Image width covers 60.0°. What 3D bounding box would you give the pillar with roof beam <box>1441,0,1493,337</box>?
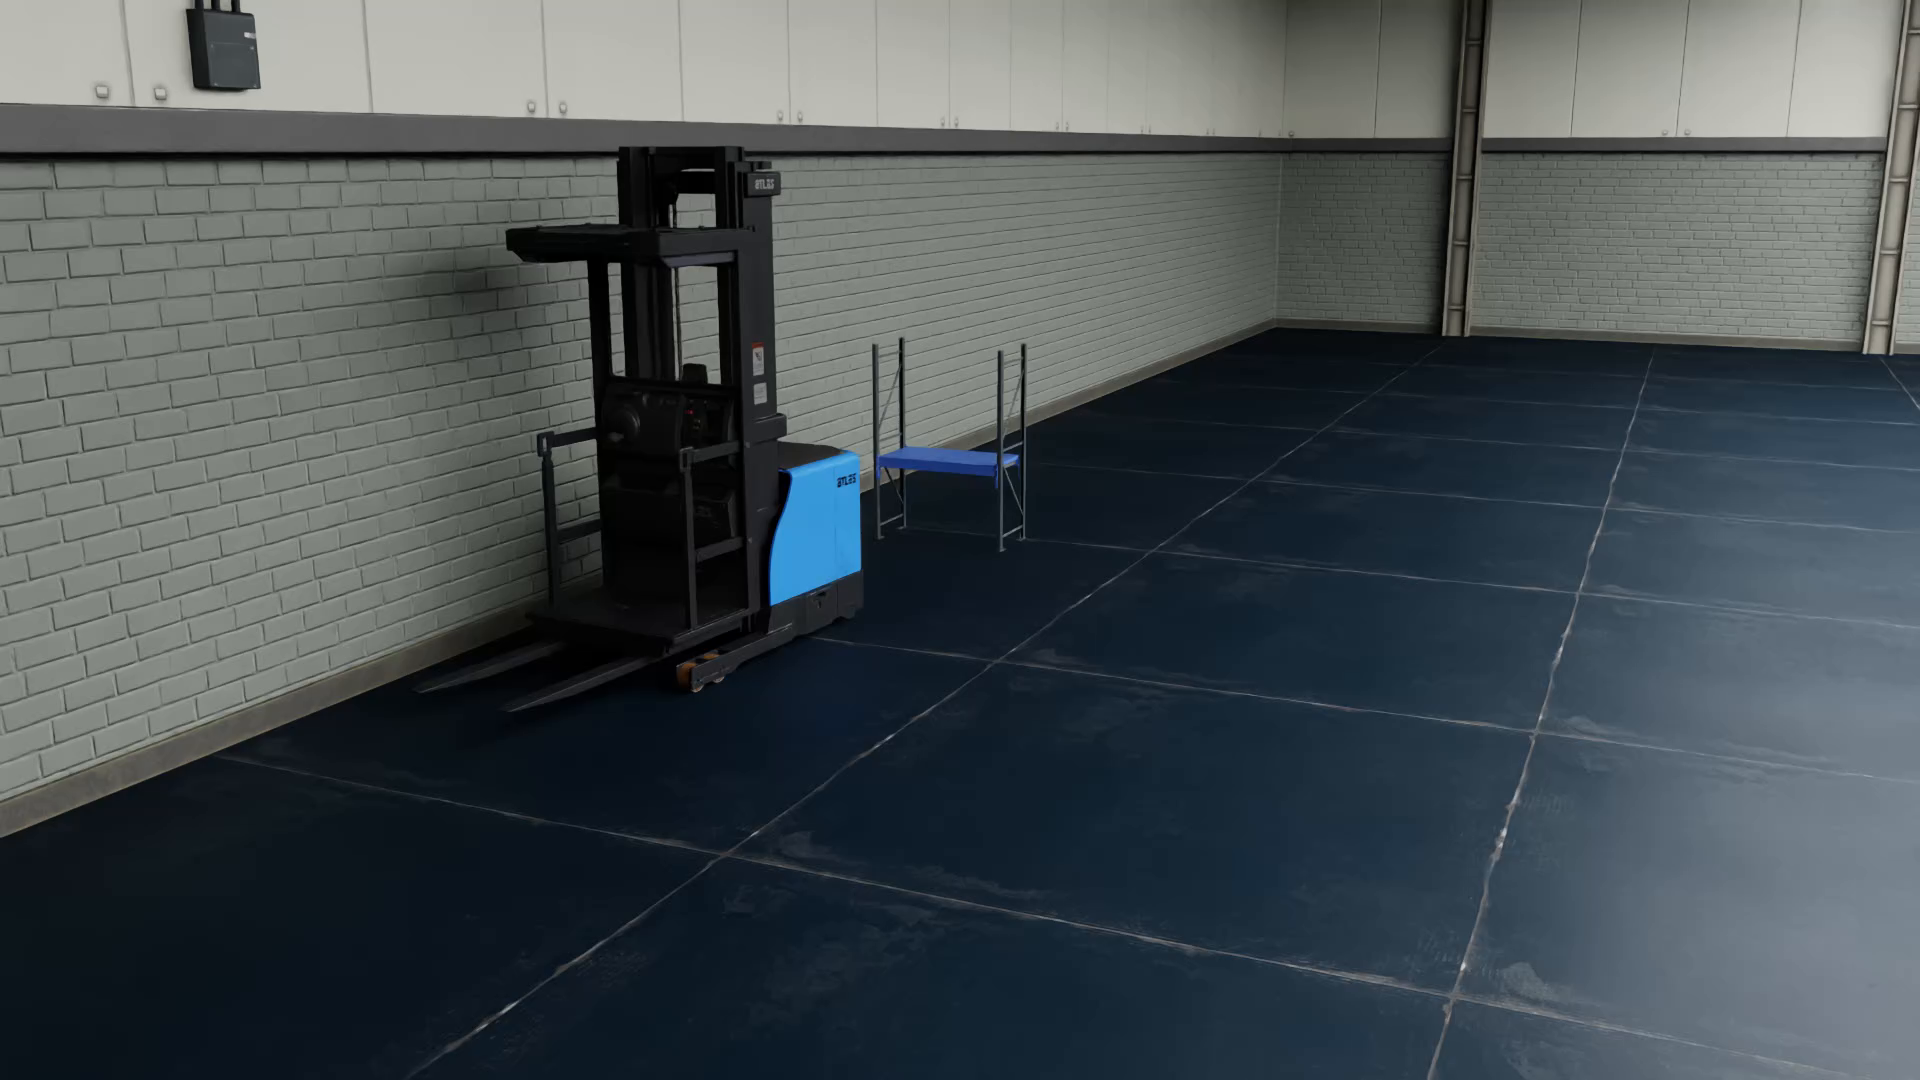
[{"bbox_3d":[6.243,-6.778,21.942,0.400,9.000,9.100,6,14,23],"label":"pillar with roof beam"}]

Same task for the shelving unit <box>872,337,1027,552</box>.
[{"bbox_3d":[-0.078,-0.738,12.617,1.048,1.500,0.538,6,14,23],"label":"shelving unit"}]

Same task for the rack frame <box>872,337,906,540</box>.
[{"bbox_3d":[-0.543,-0.785,12.818,0.032,1.500,0.500,6,14,23],"label":"rack frame"}]

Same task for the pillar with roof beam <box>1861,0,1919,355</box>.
[{"bbox_3d":[11.729,-6.223,19.576,0.400,9.000,9.100,6,14,23],"label":"pillar with roof beam"}]

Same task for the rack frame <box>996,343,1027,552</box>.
[{"bbox_3d":[0.387,-0.691,12.417,0.032,1.500,0.500,6,14,23],"label":"rack frame"}]

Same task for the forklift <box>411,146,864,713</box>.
[{"bbox_3d":[-1.776,-0.704,9.337,1.130,2.935,3.031,7,15,28],"label":"forklift"}]

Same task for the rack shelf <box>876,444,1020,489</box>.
[{"bbox_3d":[-0.078,-0.563,12.658,1.000,0.185,0.538,6,14,23],"label":"rack shelf"}]
